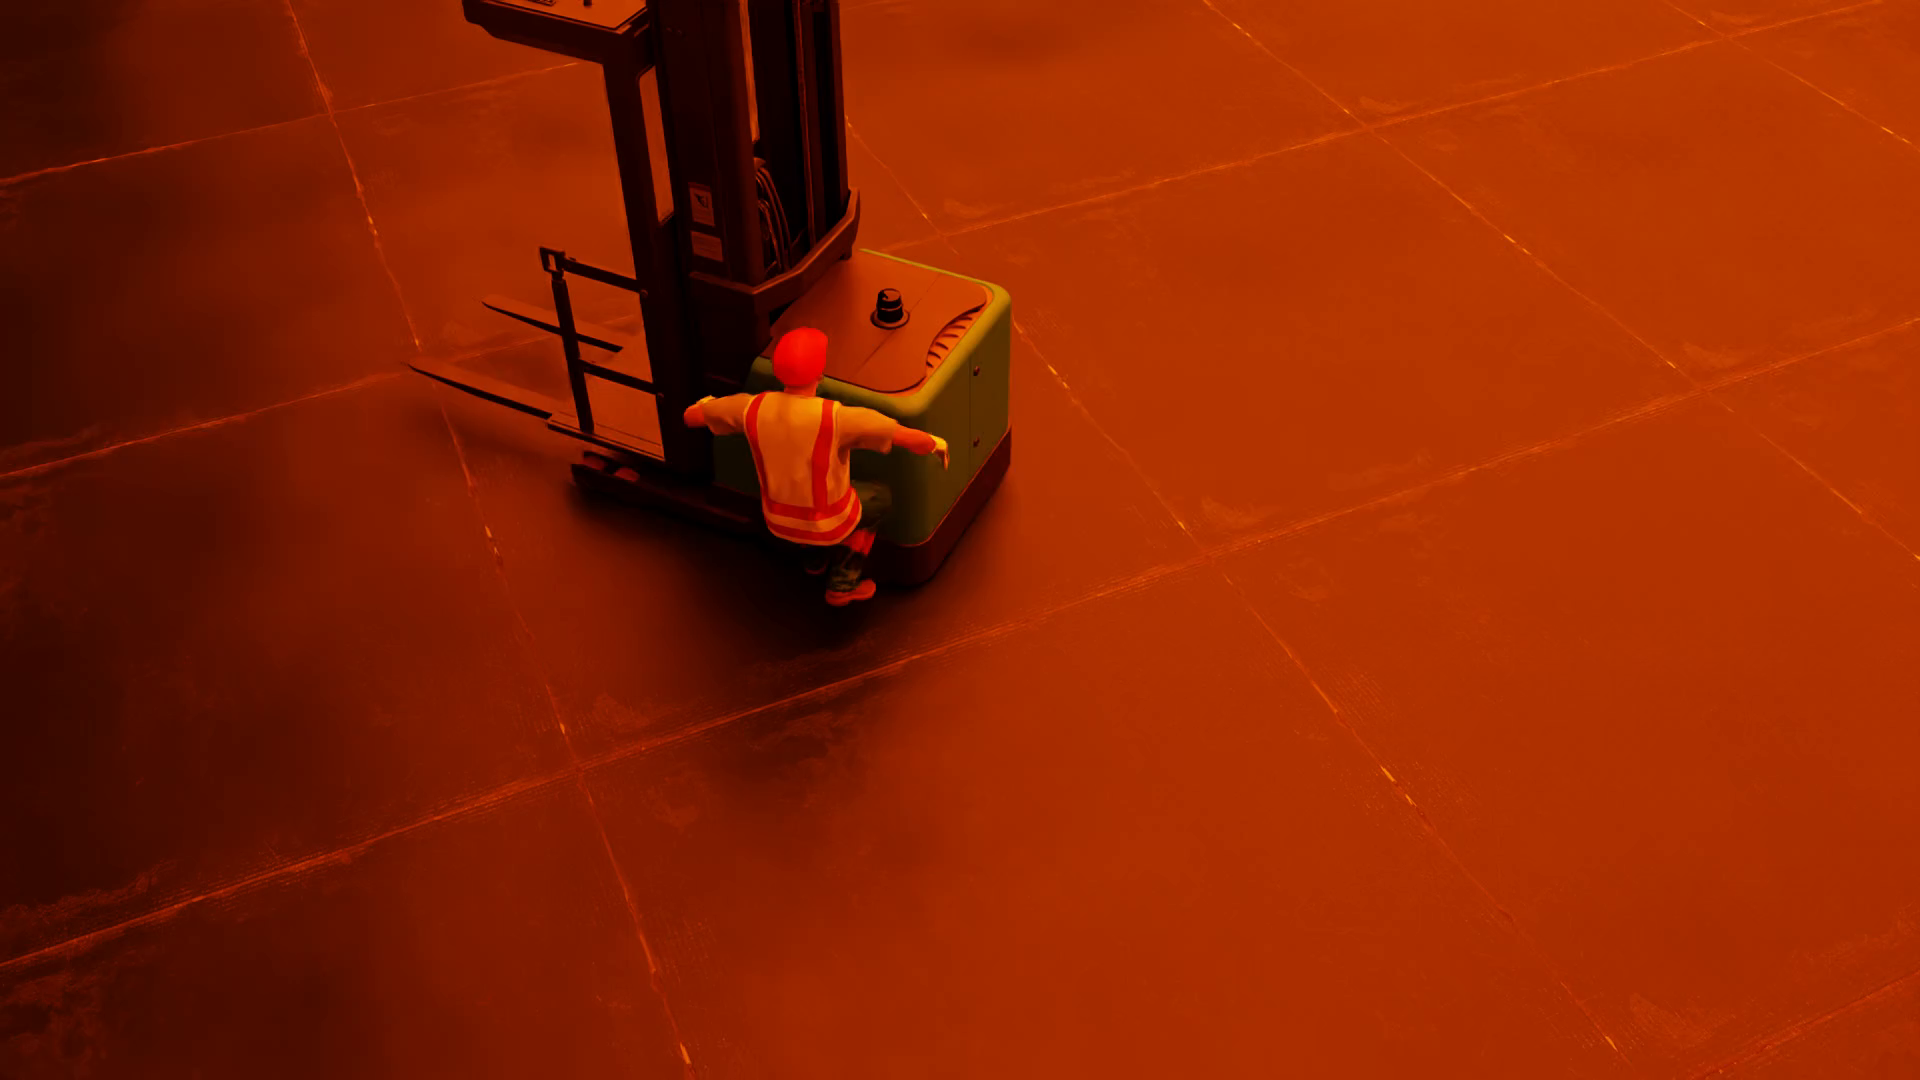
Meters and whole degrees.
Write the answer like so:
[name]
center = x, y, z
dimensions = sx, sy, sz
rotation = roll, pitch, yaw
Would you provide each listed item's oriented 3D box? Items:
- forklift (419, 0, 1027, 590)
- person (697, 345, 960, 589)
[forklift]
center = -1.242, -1.540, 7.330
dimensions = 3.031, 2.935, 1.130
rotation = 18, 46, 19
[person]
center = -0.537, -0.320, 7.014
dimensions = 1.070, 1.506, 0.864
rotation = 0, 43, 0
